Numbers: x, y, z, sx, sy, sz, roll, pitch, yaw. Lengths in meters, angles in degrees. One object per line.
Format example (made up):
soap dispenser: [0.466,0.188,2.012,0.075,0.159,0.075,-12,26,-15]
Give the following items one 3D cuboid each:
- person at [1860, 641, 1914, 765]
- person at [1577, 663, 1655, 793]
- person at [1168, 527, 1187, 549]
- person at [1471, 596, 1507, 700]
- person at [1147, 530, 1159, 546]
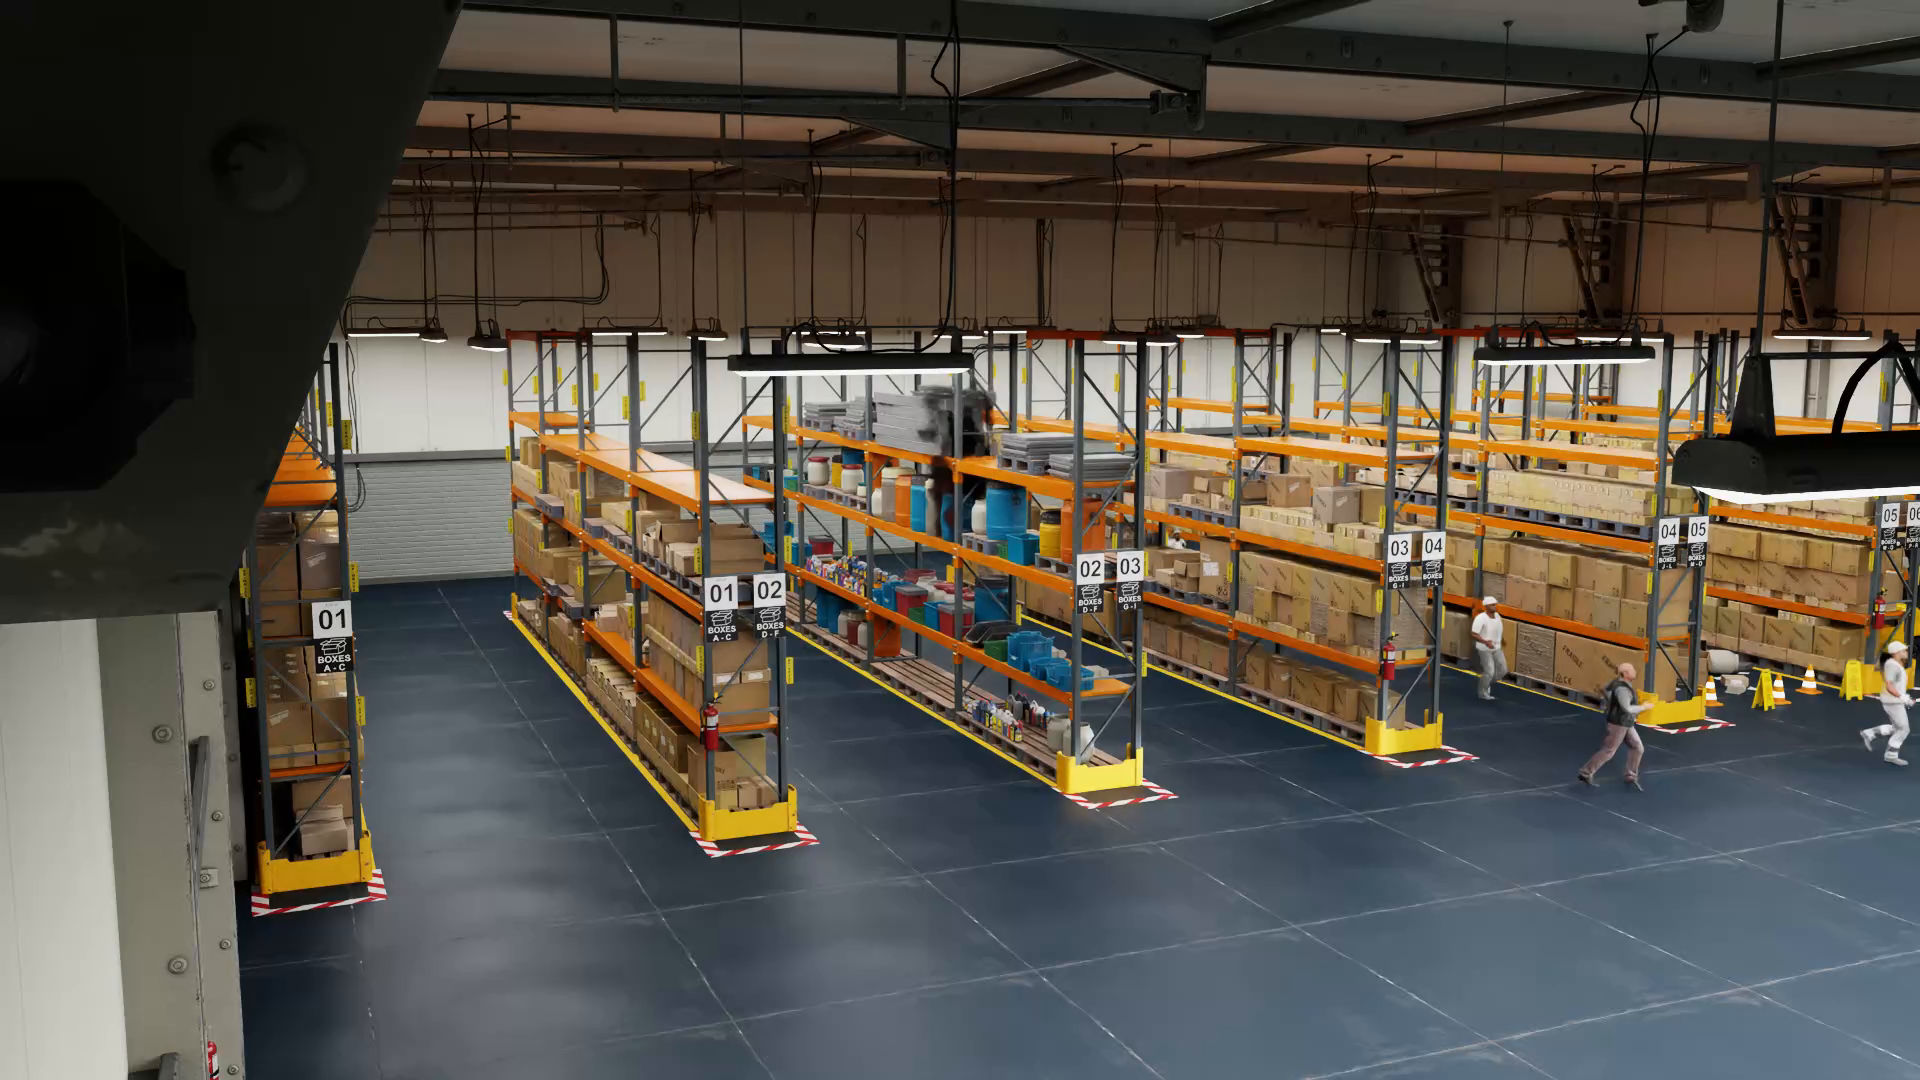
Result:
person: [13.114,2.284,23.507,0.633,1.748,0.686,4,9,27]
person: [8.720,2.490,22.089,0.901,1.771,0.663,3,8,22]
person: [4.754,0.536,36.665,0.581,1.686,0.658,-3,8,-21]
person: [8.697,1.774,27.235,0.674,1.721,0.569,-4,9,-28]
person: [4.936,-0.140,41.988,0.506,1.531,0.756,1,8,4]
